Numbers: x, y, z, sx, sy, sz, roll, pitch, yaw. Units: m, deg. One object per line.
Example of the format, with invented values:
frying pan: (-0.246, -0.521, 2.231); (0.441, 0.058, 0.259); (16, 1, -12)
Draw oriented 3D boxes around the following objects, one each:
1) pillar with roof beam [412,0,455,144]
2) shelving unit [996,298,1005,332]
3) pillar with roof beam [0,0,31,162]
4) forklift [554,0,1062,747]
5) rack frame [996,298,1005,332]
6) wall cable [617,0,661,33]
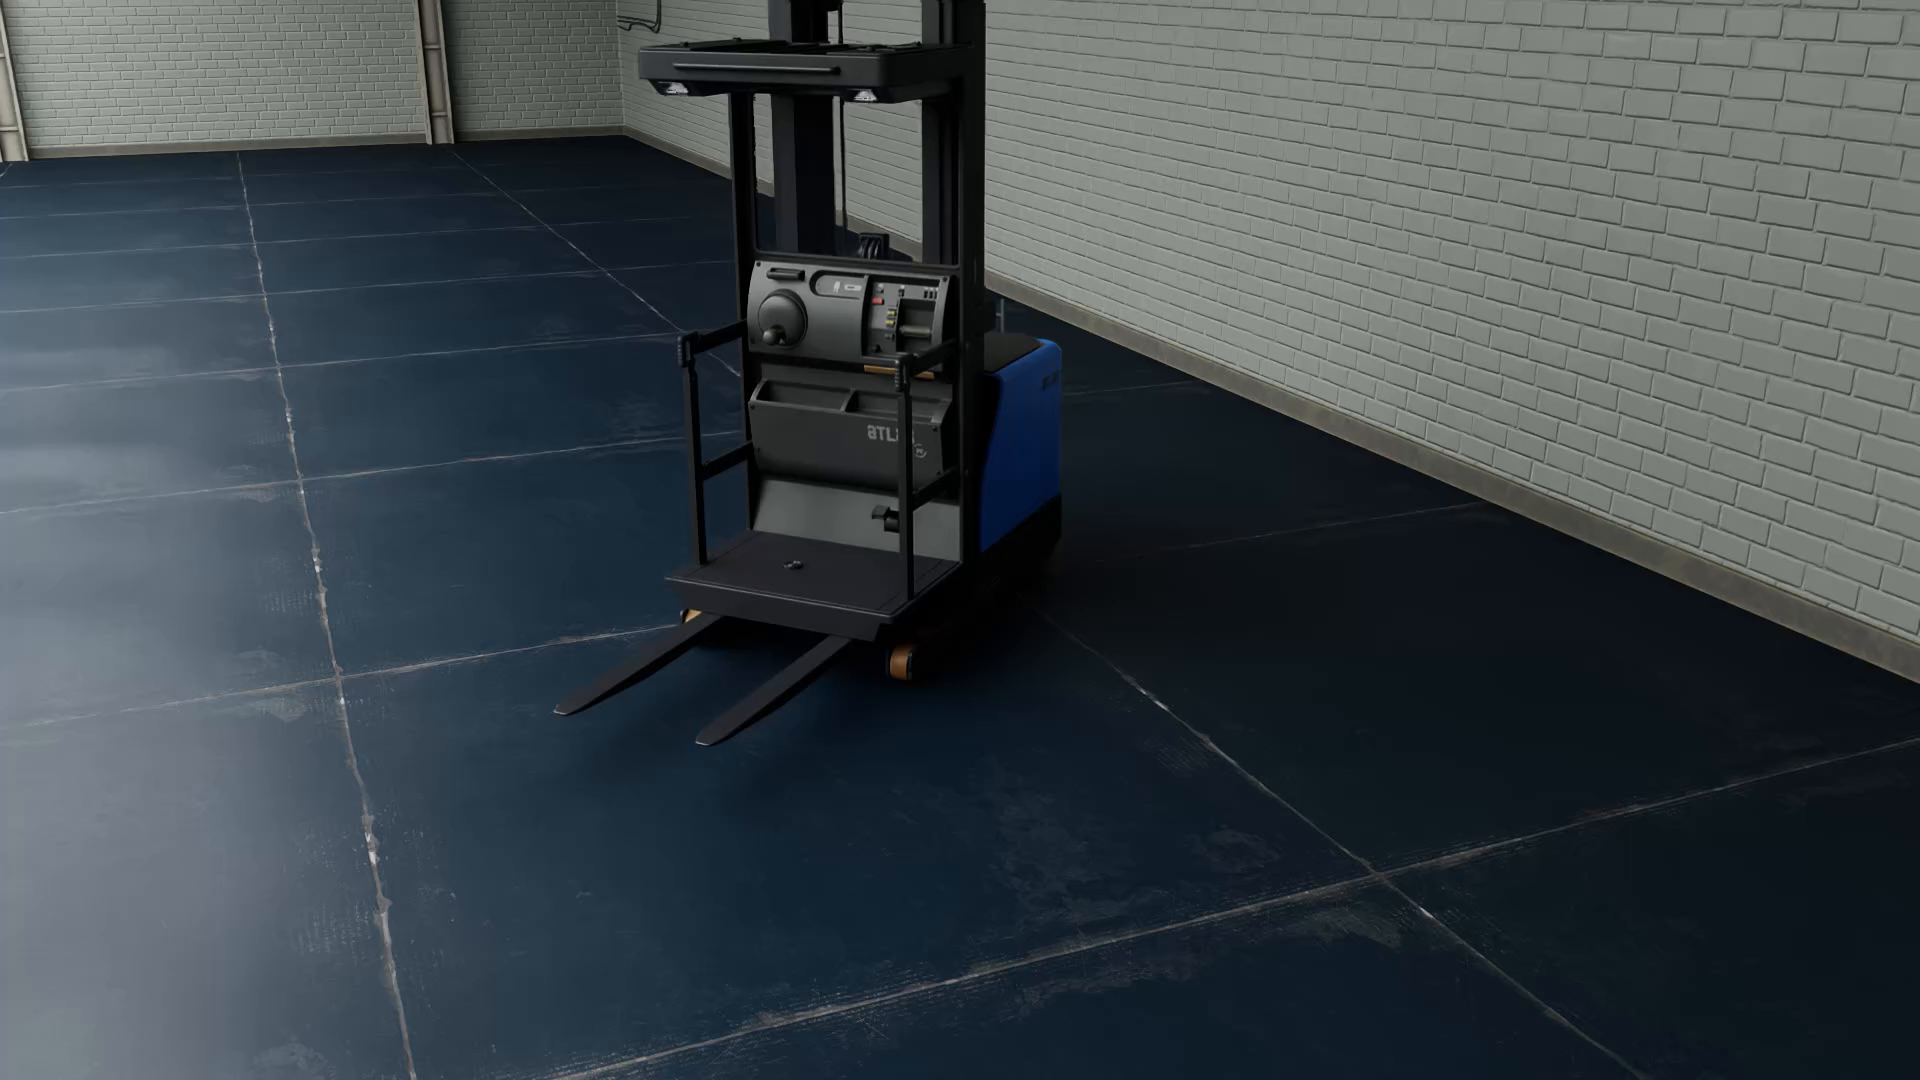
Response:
pillar with roof beam: (-6.567, -9.256, 21.259); (0.400, 9.000, 9.100); (-8, 21, -22)
shelving unit: (0.072, -0.647, 8.552); (0.258, 1.200, 0.189); (16, 25, 38)
pillar with roof beam: (-12.076, -8.466, 19.017); (0.400, 9.000, 9.100); (-8, 21, -22)
forklift: (-0.560, -0.957, 6.828); (1.130, 2.935, 3.031); (8, 21, 23)
rack frame: (0.131, -0.670, 8.618); (0.240, 1.200, 0.006); (16, 25, 38)
wall cable: (-5.043, -9.088, 25.459); (0.112, 2.526, 3.097); (-8, 21, -22)
